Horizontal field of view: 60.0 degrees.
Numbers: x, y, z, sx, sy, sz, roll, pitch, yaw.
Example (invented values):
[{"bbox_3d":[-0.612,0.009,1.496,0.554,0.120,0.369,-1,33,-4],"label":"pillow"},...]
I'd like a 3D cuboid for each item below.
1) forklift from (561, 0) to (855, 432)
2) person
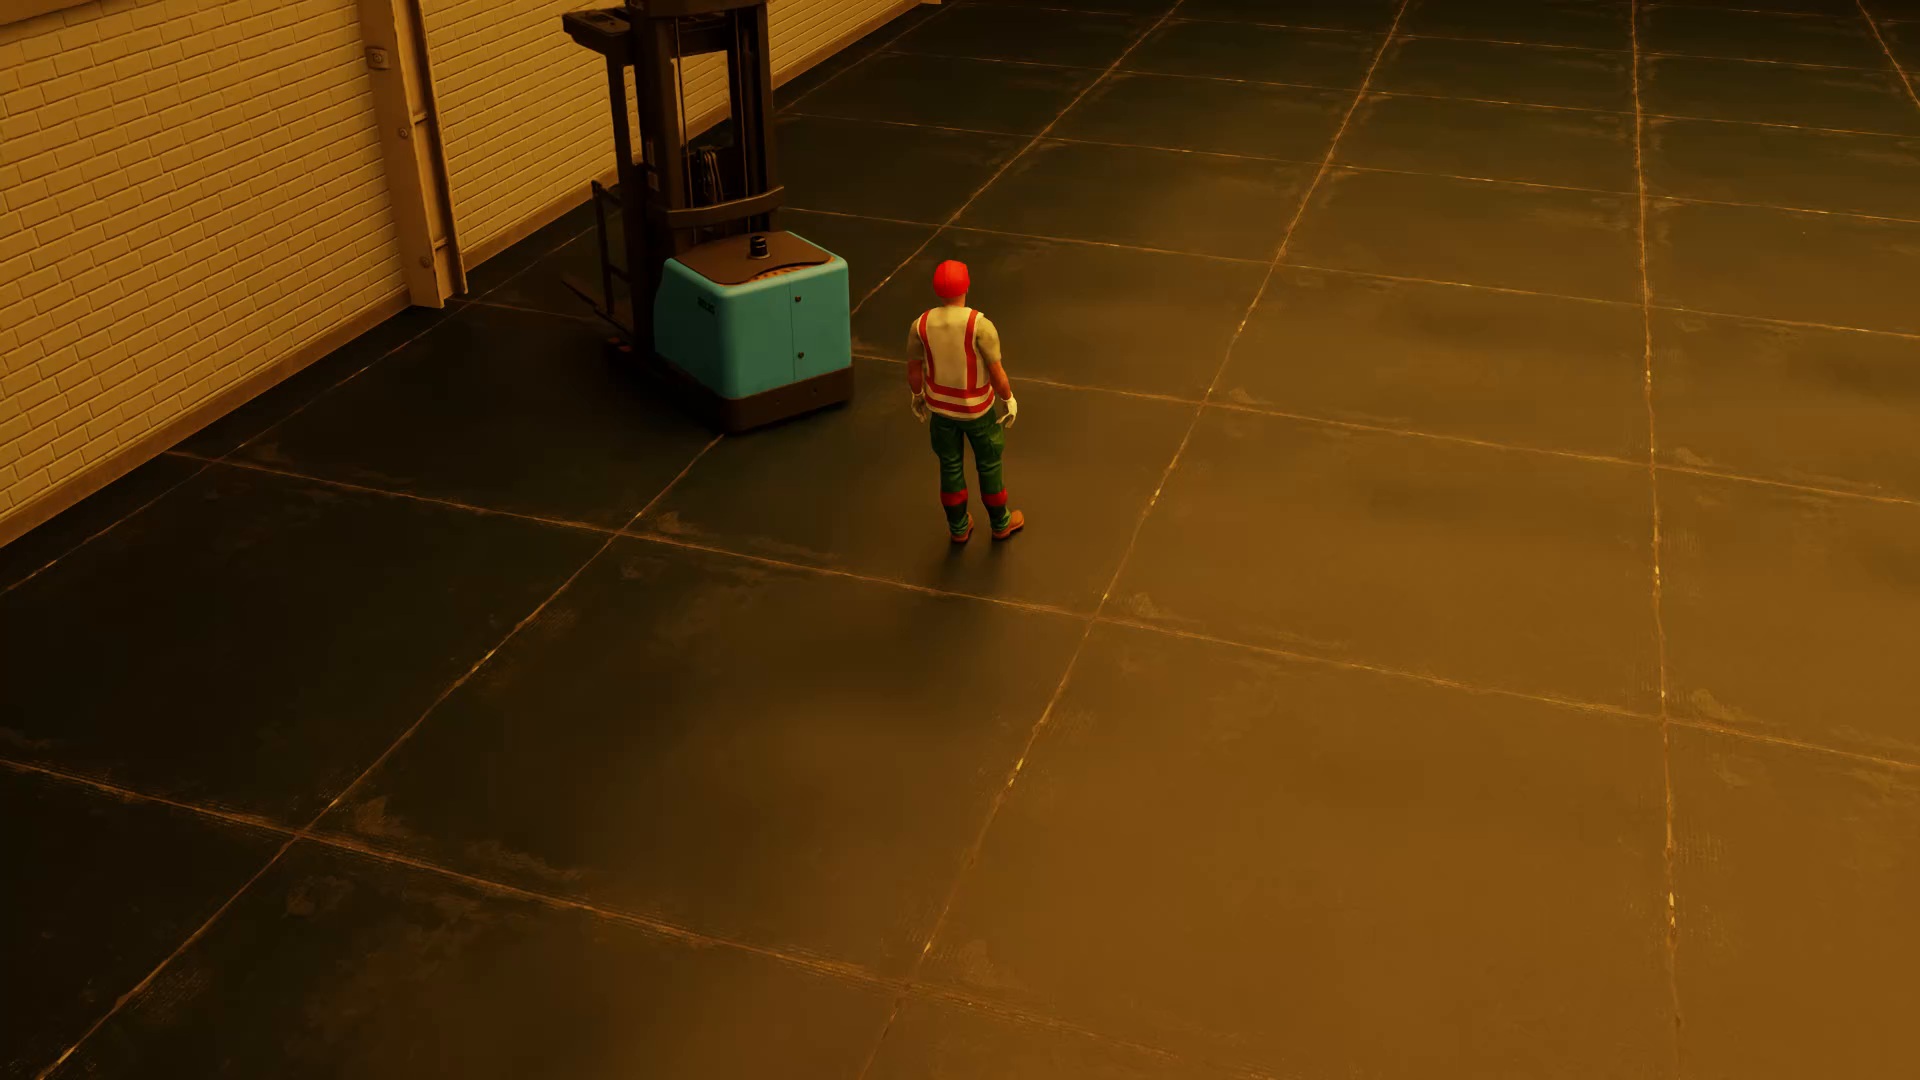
[{"bbox_3d":[-2.027,-2.677,11.833,1.130,2.935,3.031,-20,35,-31],"label":"forklift"},{"bbox_3d":[0.037,-0.819,9.712,0.638,1.787,0.564,10,31,16],"label":"person"}]
